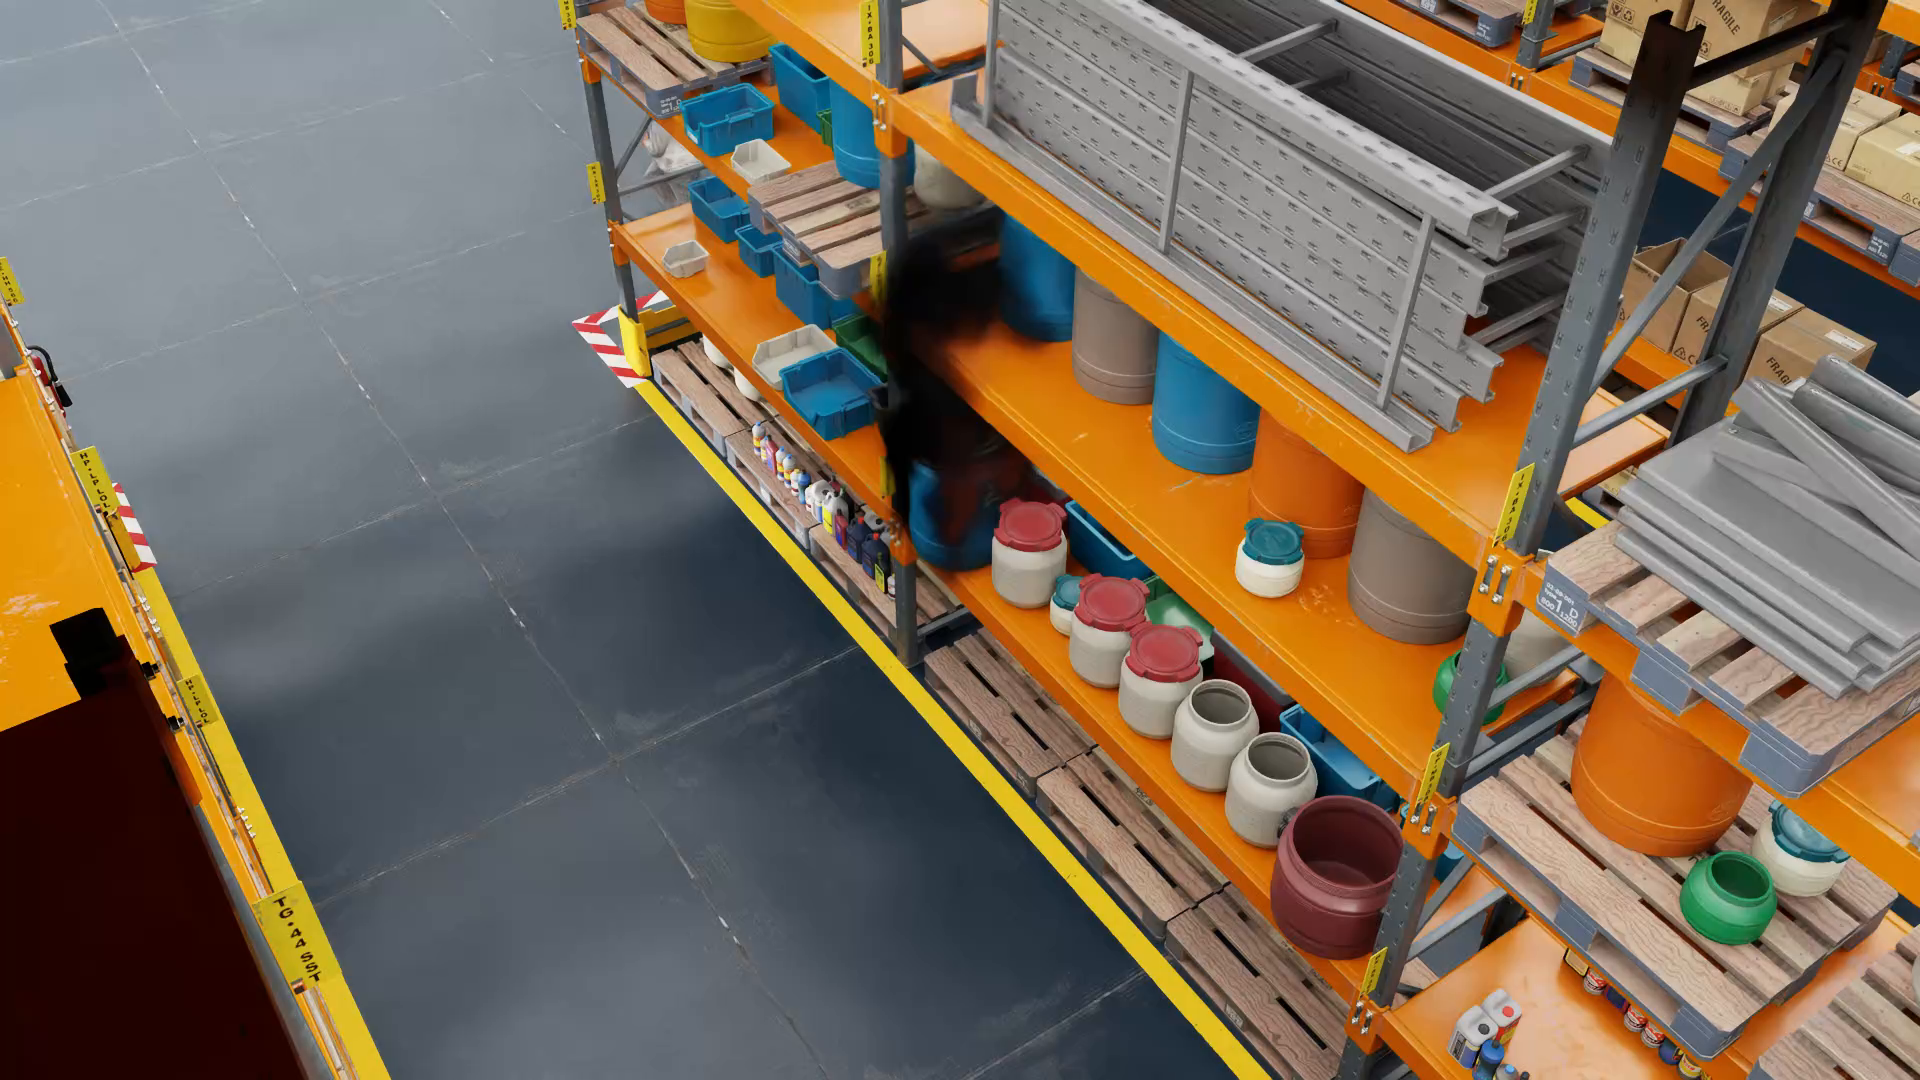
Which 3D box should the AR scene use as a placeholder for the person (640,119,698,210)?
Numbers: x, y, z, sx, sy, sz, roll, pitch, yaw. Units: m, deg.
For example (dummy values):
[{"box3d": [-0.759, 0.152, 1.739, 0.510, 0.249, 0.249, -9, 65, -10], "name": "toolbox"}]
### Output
[{"box3d": [-2.392, -3.195, 13.930, 0.698, 1.728, 0.641, 8, 43, 8], "name": "person"}]
